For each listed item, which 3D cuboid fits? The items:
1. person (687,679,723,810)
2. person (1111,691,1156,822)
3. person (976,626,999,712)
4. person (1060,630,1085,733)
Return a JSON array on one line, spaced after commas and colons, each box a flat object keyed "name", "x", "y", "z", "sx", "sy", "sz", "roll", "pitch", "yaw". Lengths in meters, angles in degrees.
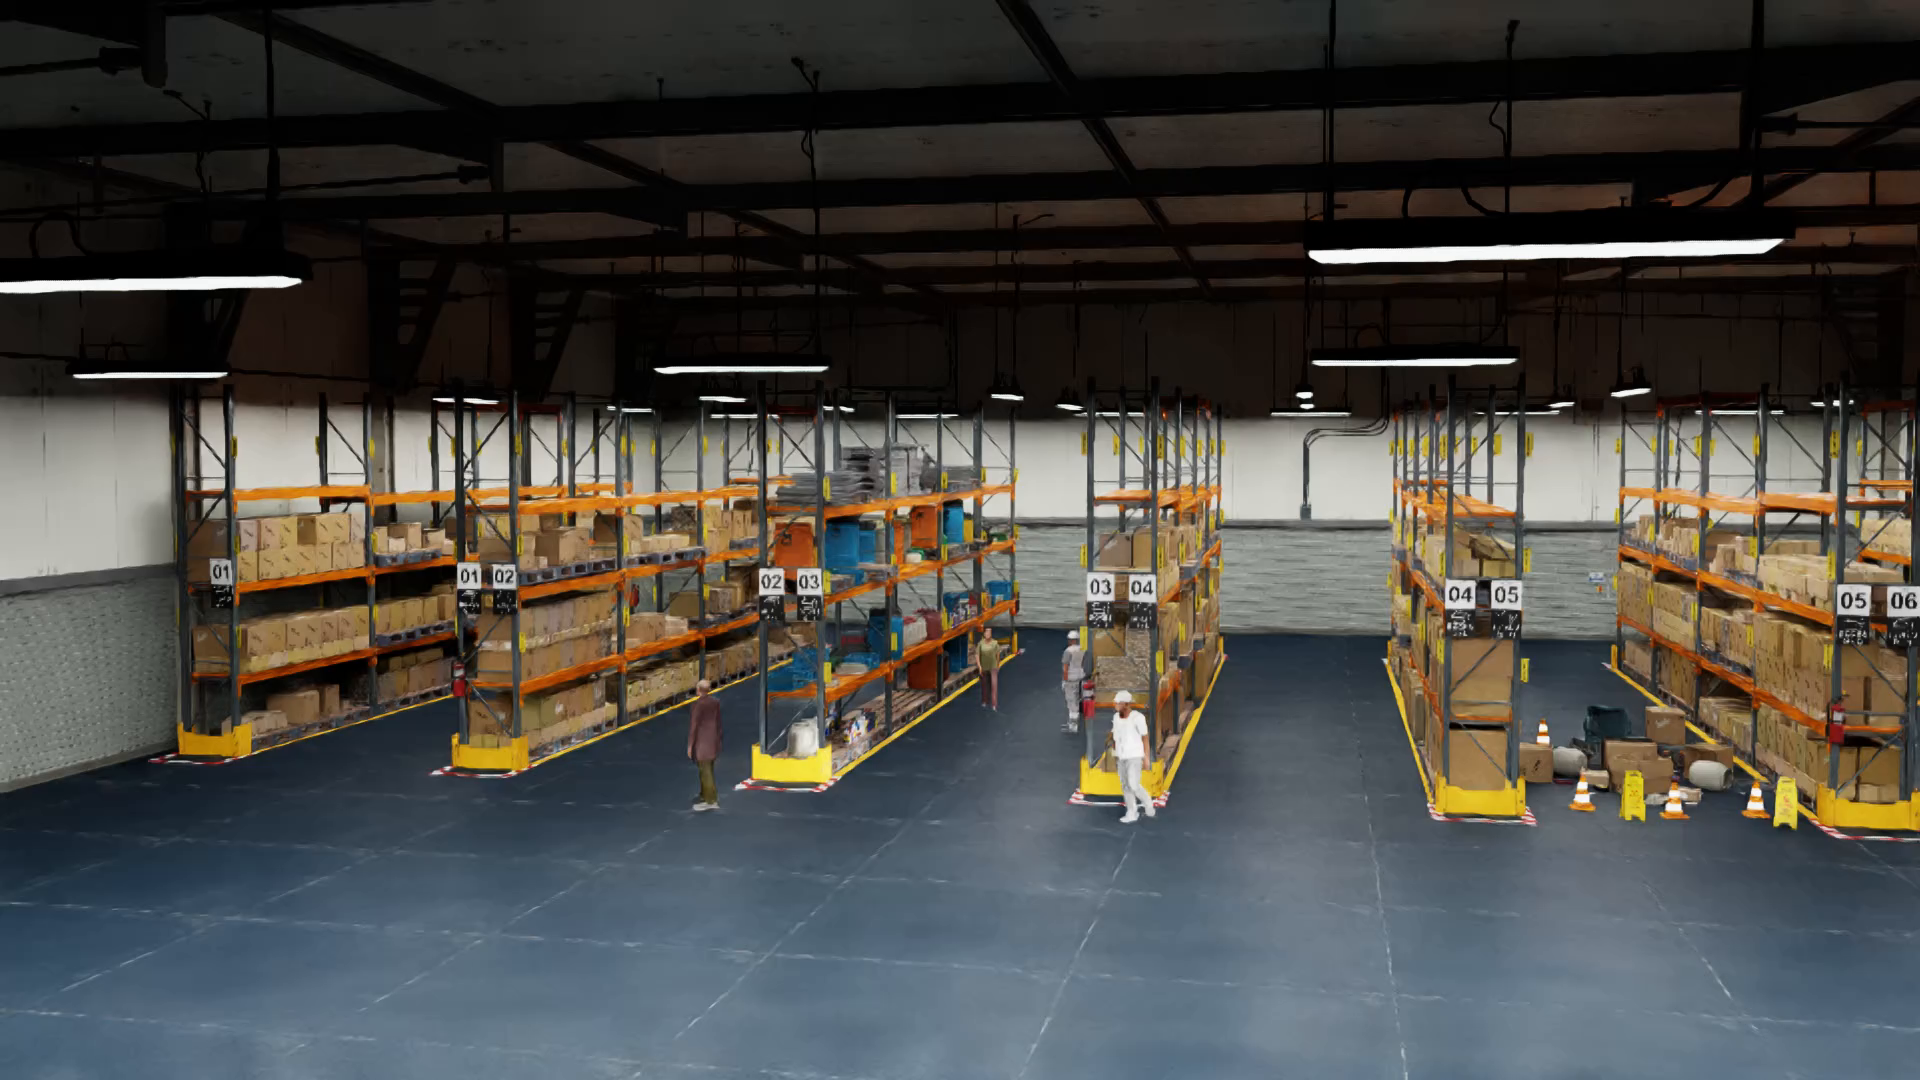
[{"name": "person", "x": -3.558, "y": 2.805, "z": 23.042, "sx": 0.635, "sy": 1.771, "sz": 0.711, "roll": 1, "pitch": 4, "yaw": 25}, {"name": "person", "x": 2.300, "y": 2.884, "z": 22.207, "sx": 0.572, "sy": 1.758, "sz": 0.615, "roll": -3, "pitch": 4, "yaw": -41}, {"name": "person", "x": 0.519, "y": 2.423, "z": 31.487, "sx": 0.446, "sy": 1.604, "sz": 1.016, "roll": 0, "pitch": 3, "yaw": 4}, {"name": "person", "x": 1.933, "y": 2.460, "z": 29.151, "sx": 0.494, "sy": 1.786, "sz": 0.594, "roll": 3, "pitch": 4, "yaw": 41}]
